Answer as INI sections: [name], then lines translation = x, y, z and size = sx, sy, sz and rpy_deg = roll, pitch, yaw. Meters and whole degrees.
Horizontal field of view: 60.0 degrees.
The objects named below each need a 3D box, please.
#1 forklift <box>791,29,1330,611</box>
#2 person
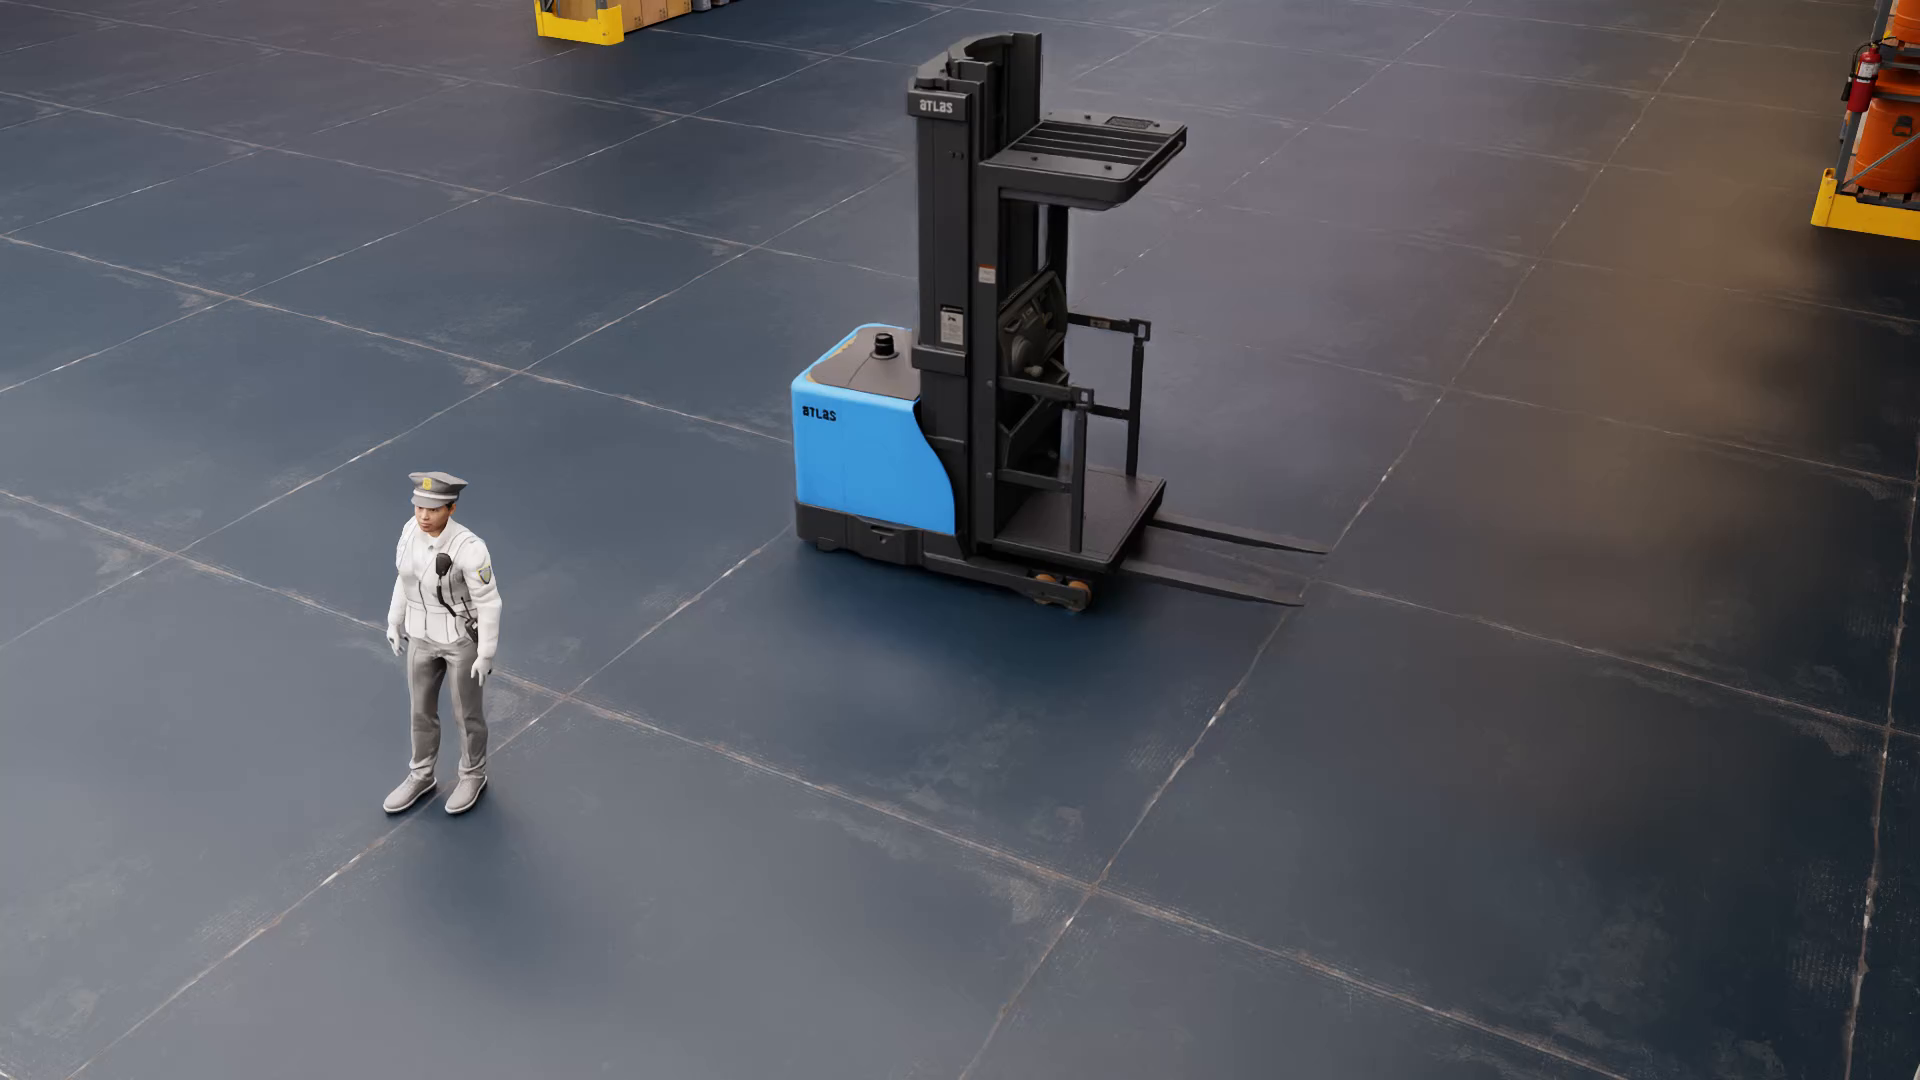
[forklift]
translation = 0.586, -1.172, 9.102
size = 3.031, 2.935, 1.130
rpy_deg = 12, 32, 20
[person]
translation = -2.351, 0.473, 7.473
size = 0.587, 1.694, 0.531
rpy_deg = 12, 32, 20
